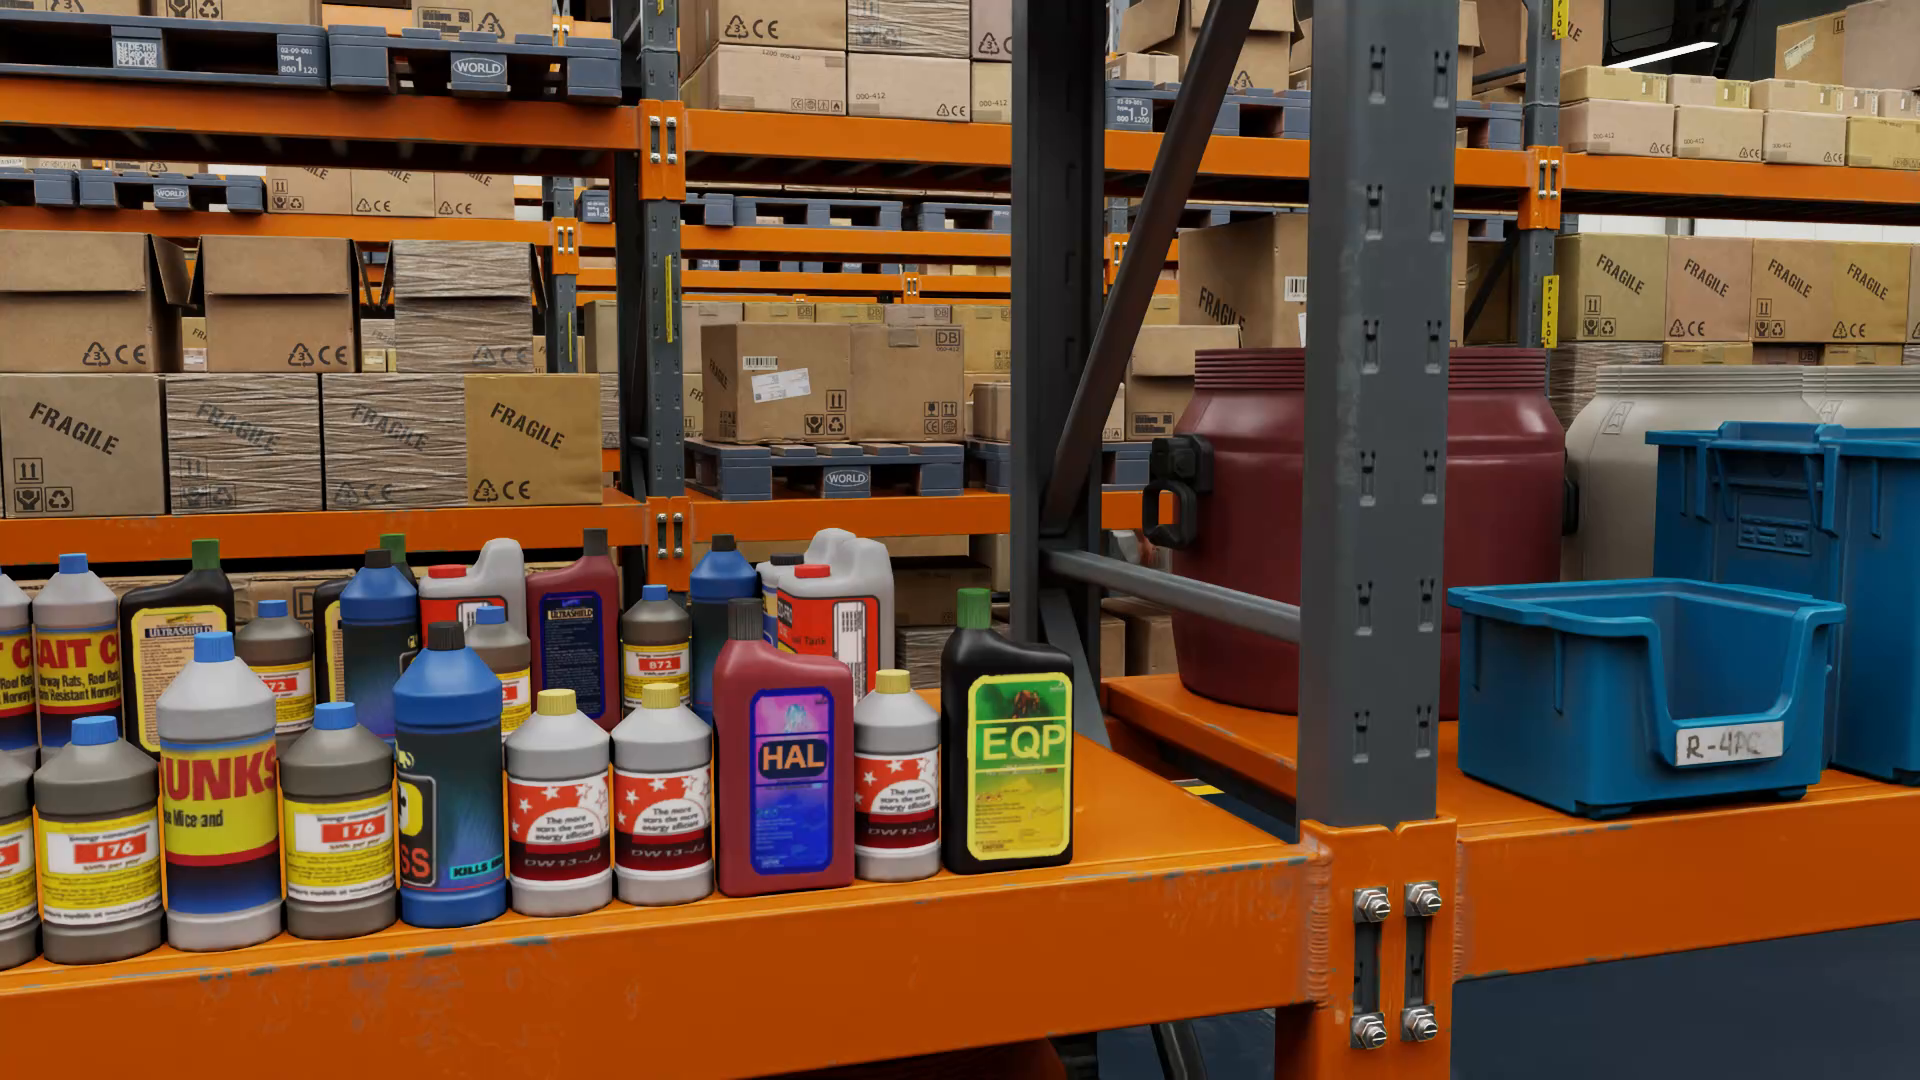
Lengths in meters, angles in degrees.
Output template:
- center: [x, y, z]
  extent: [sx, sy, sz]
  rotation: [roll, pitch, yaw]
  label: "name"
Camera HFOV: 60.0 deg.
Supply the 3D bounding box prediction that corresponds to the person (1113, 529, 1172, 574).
- center: [1.068, -0.048, 9.597]
  extent: [0.683, 1.751, 0.555]
  rotation: [2, 6, 20]
  label: "person"
